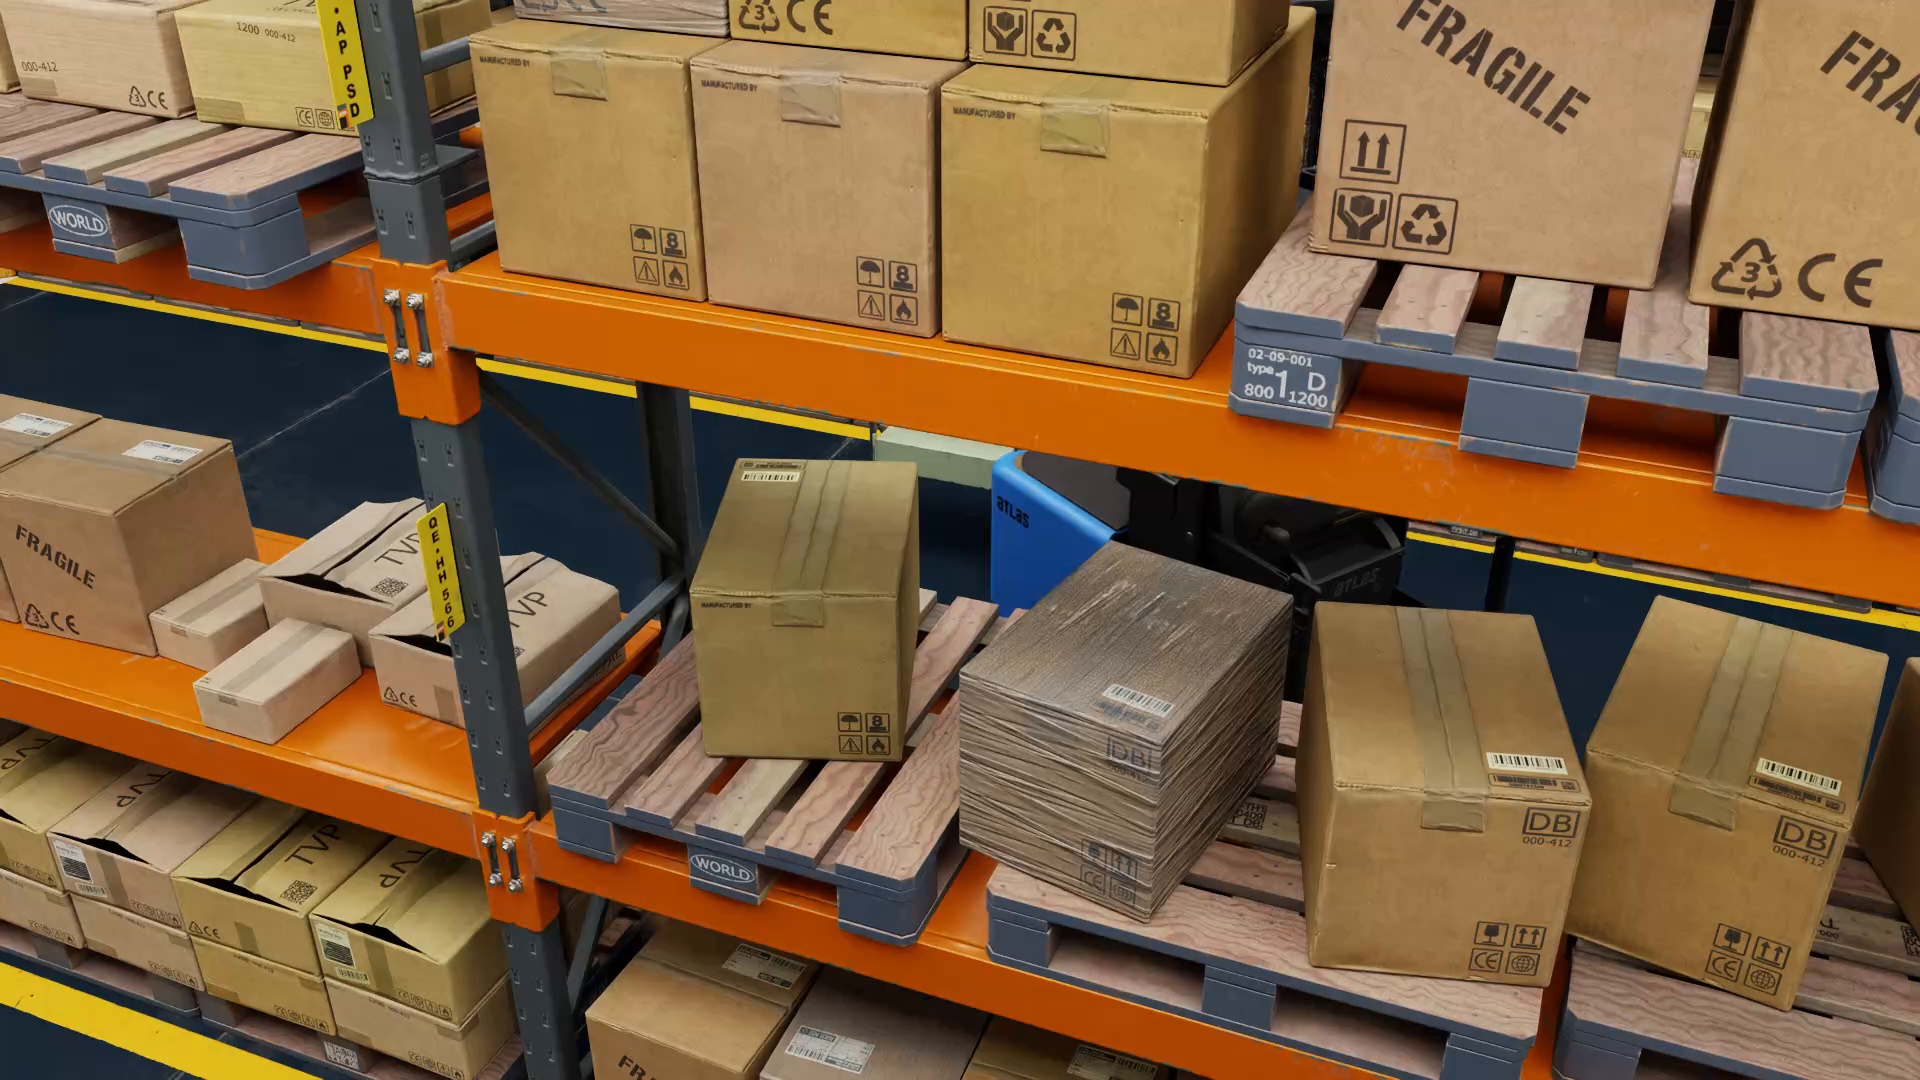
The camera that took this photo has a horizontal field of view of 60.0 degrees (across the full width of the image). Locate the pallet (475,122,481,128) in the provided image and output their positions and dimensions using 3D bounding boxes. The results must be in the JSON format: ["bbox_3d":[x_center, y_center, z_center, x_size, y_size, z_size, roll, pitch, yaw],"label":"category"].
[{"bbox_3d":[-2.201,-2.379,9.606,1.213,0.211,1.003,11,31,19],"label":"pallet"}]

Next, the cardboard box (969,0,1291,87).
[{"bbox_3d":[0.340,-1.184,3.130,0.500,0.500,0.500,11,31,19],"label":"cardboard box"}]

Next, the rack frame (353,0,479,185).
[{"bbox_3d":[-1.007,-2.283,3.144,0.127,3.000,1.000,11,31,19],"label":"rack frame"}]

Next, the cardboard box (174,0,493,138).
[{"bbox_3d":[-1.448,-1.153,3.919,0.500,0.250,0.500,9,31,15],"label":"cardboard box"}]

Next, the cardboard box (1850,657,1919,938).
[{"bbox_3d":[2.345,0.653,3.518,0.500,0.500,0.700,1,30,2],"label":"cardboard box"}]

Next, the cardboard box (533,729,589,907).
[{"bbox_3d":[-1.381,0.868,5.464,0.500,0.311,0.500,12,32,21],"label":"cardboard box"}]

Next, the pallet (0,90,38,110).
[{"bbox_3d":[-2.706,-1.185,4.442,1.213,0.211,1.003,13,32,21],"label":"pallet"}]

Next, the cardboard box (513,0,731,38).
[{"bbox_3d":[-0.605,-1.372,3.463,0.500,0.500,0.500,11,31,19],"label":"cardboard box"}]

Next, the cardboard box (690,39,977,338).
[{"bbox_3d":[-0.117,-0.861,3.575,0.500,0.500,0.910,11,31,19],"label":"cardboard box"}]

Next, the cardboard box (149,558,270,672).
[{"bbox_3d":[-2.209,0.228,5.054,0.250,0.149,0.380,14,32,23],"label":"cardboard box"}]

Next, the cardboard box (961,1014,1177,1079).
[{"bbox_3d":[0.258,1.629,4.412,0.500,0.500,0.500,11,31,18],"label":"cardboard box"}]

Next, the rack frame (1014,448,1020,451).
[{"bbox_3d":[0.333,-0.586,7.763,0.023,1.500,0.400,11,31,19],"label":"rack frame"}]

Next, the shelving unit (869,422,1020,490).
[{"bbox_3d":[-0.006,-0.654,7.883,0.755,1.500,0.431,11,31,19],"label":"shelving unit"}]

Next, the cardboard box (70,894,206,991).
[{"bbox_3d":[-2.530,1.169,5.502,0.500,0.250,0.500,12,32,20],"label":"cardboard box"}]

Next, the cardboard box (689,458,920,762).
[{"bbox_3d":[-0.381,0.167,4.377,0.500,0.500,0.700,1,30,2],"label":"cardboard box"}]

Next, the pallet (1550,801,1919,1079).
[{"bbox_3d":[2.000,0.955,3.708,1.213,0.211,1.003,11,31,19],"label":"pallet"}]

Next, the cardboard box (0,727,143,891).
[{"bbox_3d":[-2.999,0.833,5.526,0.500,0.311,0.500,12,32,20],"label":"cardboard box"}]

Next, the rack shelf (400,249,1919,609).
[{"bbox_3d":[0.847,-0.294,3.404,4.000,0.370,1.077,11,31,19],"label":"rack shelf"}]

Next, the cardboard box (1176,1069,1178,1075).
[{"bbox_3d":[0.428,1.387,4.840,0.500,0.500,0.500,10,31,17],"label":"cardboard box"}]

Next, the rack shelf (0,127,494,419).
[{"bbox_3d":[-2.860,-1.034,4.714,4.000,0.370,1.077,11,31,19],"label":"rack shelf"}]

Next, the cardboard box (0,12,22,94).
[{"bbox_3d":[-2.467,-1.353,4.272,0.500,0.250,0.500,11,31,18],"label":"cardboard box"}]

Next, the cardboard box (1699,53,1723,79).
[{"bbox_3d":[3.277,-2.087,7.707,0.500,0.250,0.500,10,31,17],"label":"cardboard box"}]

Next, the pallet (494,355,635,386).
[{"bbox_3d":[-2.132,-1.313,10.359,1.213,0.211,1.003,11,31,19],"label":"pallet"}]

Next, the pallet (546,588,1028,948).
[{"bbox_3d":[-0.352,0.506,4.502,1.003,0.211,1.213,11,31,19],"label":"pallet"}]

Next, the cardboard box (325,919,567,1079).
[{"bbox_3d":[-1.586,1.357,5.169,0.500,0.250,0.500,12,32,20],"label":"cardboard box"}]

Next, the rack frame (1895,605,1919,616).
[{"bbox_3d":[4.559,-1.191,7.308,0.127,3.000,1.000,11,31,19],"label":"rack frame"}]

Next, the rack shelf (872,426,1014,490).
[{"bbox_3d":[-0.006,-0.370,8.044,0.720,0.370,0.431,11,31,19],"label":"rack shelf"}]

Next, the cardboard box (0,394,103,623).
[{"bbox_3d":[-3.055,-0.115,5.304,0.500,0.500,0.500,11,31,19],"label":"cardboard box"}]

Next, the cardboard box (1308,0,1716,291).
[{"bbox_3d":[1.024,-0.879,3.079,0.600,0.600,0.600,10,31,17],"label":"cardboard box"}]

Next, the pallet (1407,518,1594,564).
[{"bbox_3d":[2.681,-0.310,8.584,1.213,0.211,1.003,11,31,19],"label":"pallet"}]

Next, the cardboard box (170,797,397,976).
[{"bbox_3d":[-2.069,1.021,5.193,0.500,0.311,0.500,11,31,18],"label":"cardboard box"}]

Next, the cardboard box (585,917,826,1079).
[{"bbox_3d":[-0.692,1.440,4.747,0.500,0.500,0.500,13,32,21],"label":"cardboard box"}]

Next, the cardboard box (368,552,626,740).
[{"bbox_3d":[-1.327,0.280,4.796,0.500,0.311,0.500,13,32,22],"label":"cardboard box"}]

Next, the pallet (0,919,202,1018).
[{"bbox_3d":[-2.881,1.146,6.008,1.213,0.211,1.003,11,31,19],"label":"pallet"}]

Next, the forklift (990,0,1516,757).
[{"bbox_3d":[1.353,-0.205,5.635,1.130,2.935,3.031,-18,34,-29],"label":"forklift"}]

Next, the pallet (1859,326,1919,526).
[{"bbox_3d":[2.122,-0.308,2.889,1.003,0.211,1.213,11,31,19],"label":"pallet"}]

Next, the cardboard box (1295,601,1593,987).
[{"bbox_3d":[1.040,0.544,3.711,0.500,0.500,0.700,4,30,6],"label":"cardboard box"}]

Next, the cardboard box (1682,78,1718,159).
[{"bbox_3d":[3.087,-1.862,7.309,0.500,0.250,0.500,12,32,20],"label":"cardboard box"}]

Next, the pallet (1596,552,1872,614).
[{"bbox_3d":[3.816,-0.085,8.186,1.213,0.211,1.003,11,31,19],"label":"pallet"}]

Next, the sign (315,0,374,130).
[{"bbox_3d":[-1.223,-0.985,3.290,0.005,0.325,0.100,11,31,19],"label":"sign"}]
